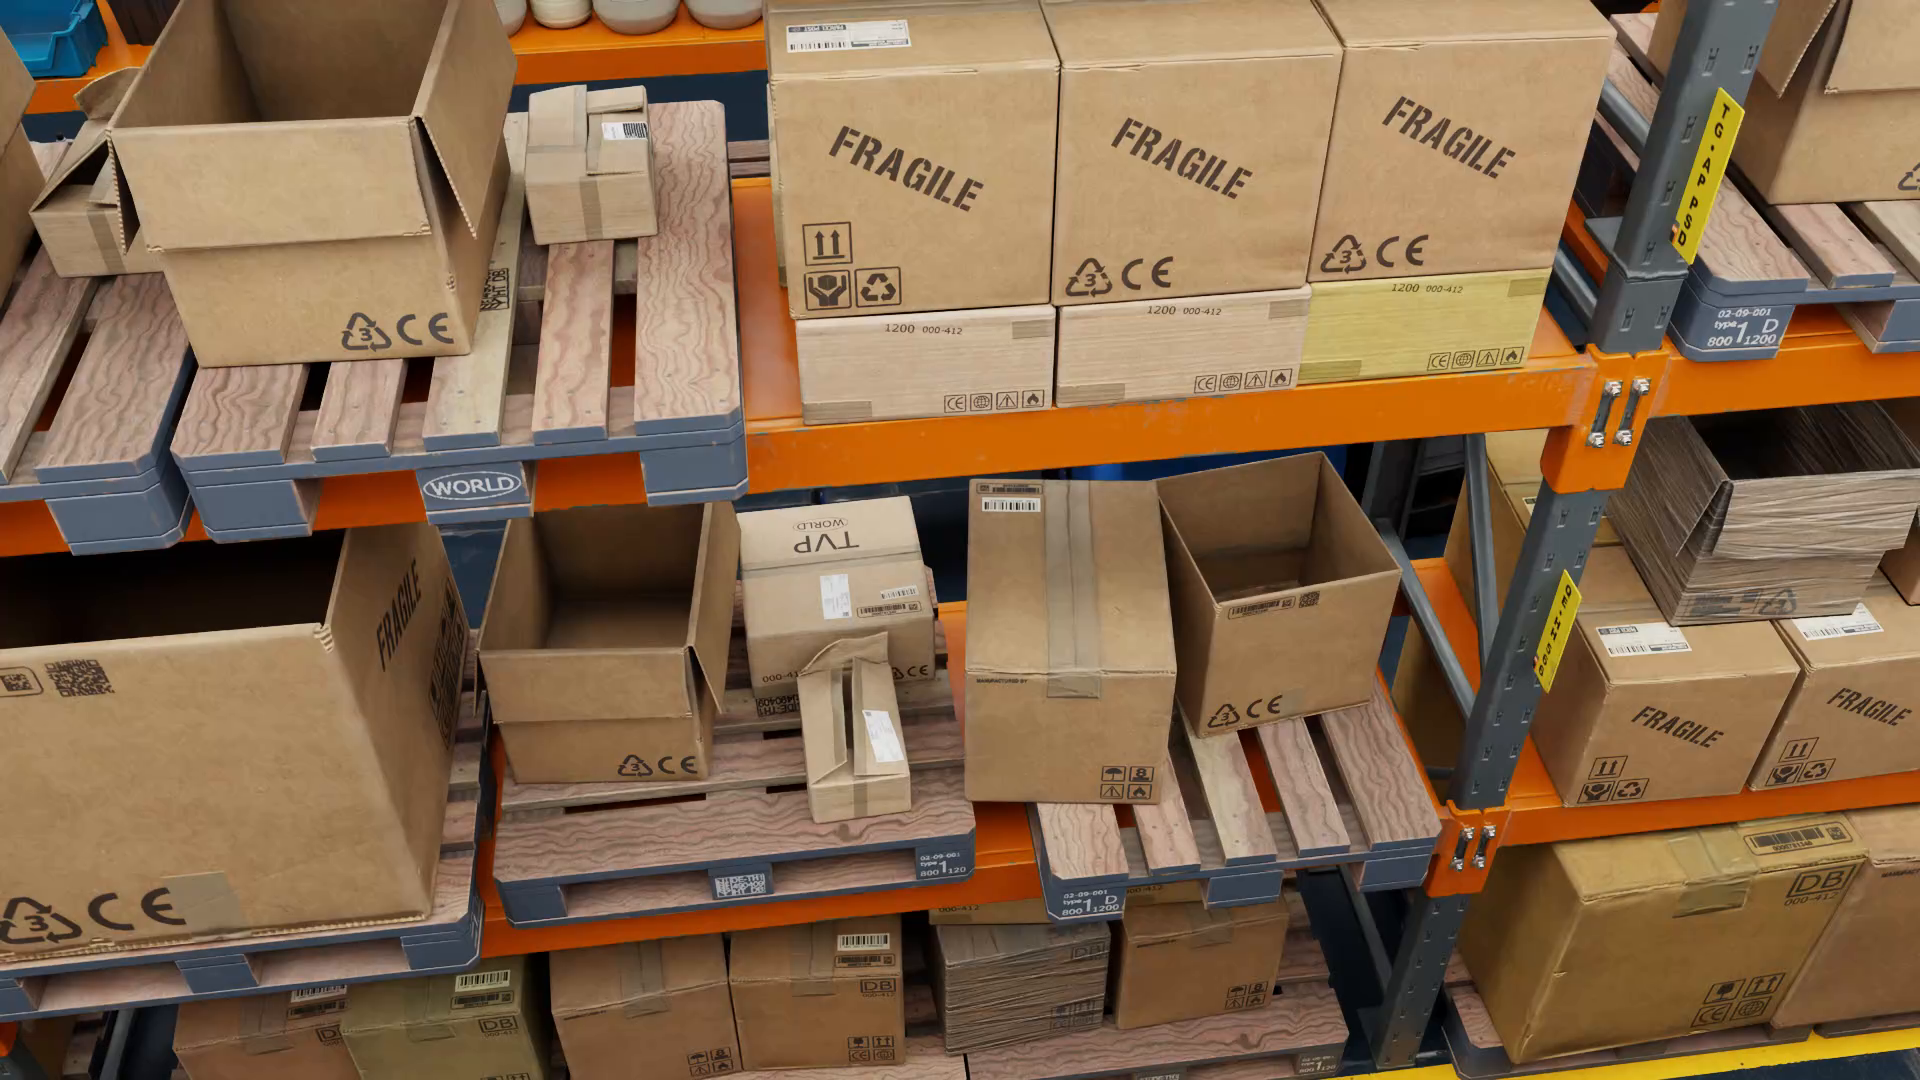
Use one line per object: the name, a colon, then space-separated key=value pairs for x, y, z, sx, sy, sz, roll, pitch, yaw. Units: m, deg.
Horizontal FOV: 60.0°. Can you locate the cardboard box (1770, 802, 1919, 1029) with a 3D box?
cardboard box: x=2.911 y=0.775 z=5.424 sx=0.875 sy=0.875 sz=1.225 roll=-5 pitch=42 yaw=-5

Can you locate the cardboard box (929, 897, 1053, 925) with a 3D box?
cardboard box: x=0.154 y=0.877 z=5.016 sx=0.500 sy=0.250 sz=0.500 roll=-1 pitch=42 yaw=-1

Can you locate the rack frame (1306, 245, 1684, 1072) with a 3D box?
rack frame: x=1.339 y=0.260 z=4.722 sx=0.127 sy=3.000 sz=1.000 roll=-5 pitch=42 yaw=-6

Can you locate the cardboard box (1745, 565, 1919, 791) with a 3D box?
cardboard box: x=2.368 y=0.315 z=4.586 sx=0.500 sy=0.500 sz=0.500 roll=-6 pitch=42 yaw=-7

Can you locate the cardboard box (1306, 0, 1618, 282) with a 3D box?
cardboard box: x=0.898 y=-0.869 z=3.286 sx=0.500 sy=0.500 sz=0.500 roll=-4 pitch=42 yaw=-4

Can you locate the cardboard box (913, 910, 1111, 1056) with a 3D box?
cardboard box: x=0.129 y=1.153 z=5.270 sx=0.500 sy=0.500 sz=0.700 roll=-8 pitch=43 yaw=-9

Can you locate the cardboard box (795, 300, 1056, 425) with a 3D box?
cardboard box: x=-0.089 y=-0.500 z=3.437 sx=0.500 sy=0.250 sz=0.500 roll=-4 pitch=42 yaw=-4

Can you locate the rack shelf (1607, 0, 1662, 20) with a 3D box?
rack shelf: x=2.680 y=-2.936 z=8.802 sx=4.000 sy=0.370 sz=1.077 roll=-5 pitch=42 yaw=-6

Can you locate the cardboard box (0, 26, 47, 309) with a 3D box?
cardboard box: x=-2.148 y=-0.676 z=3.129 sx=0.637 sy=0.503 sz=0.797 roll=-7 pitch=43 yaw=-8

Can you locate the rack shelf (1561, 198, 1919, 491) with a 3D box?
rack shelf: x=3.322 y=-0.760 z=4.151 sx=4.000 sy=0.370 sz=1.077 roll=-5 pitch=42 yaw=-6

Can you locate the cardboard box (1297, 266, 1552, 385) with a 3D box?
cardboard box: x=0.900 y=-0.594 z=3.541 sx=0.500 sy=0.250 sz=0.500 roll=-5 pitch=42 yaw=-5

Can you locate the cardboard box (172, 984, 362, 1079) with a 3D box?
cardboard box: x=-2.015 y=1.333 z=5.070 sx=0.500 sy=0.500 sz=0.700 roll=-8 pitch=43 yaw=-9

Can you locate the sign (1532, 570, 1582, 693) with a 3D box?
sign: x=1.419 y=0.219 z=3.962 sx=0.005 sy=0.325 sz=0.100 roll=-5 pitch=42 yaw=-6

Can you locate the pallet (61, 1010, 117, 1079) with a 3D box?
pallet: x=-3.288 y=1.725 z=5.180 sx=1.213 sy=0.211 sz=1.003 roll=-5 pitch=42 yaw=-6

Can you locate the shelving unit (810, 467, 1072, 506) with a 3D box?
shelving unit: x=-0.101 y=-0.545 z=6.734 sx=1.048 sy=1.500 sz=0.538 roll=-5 pitch=42 yaw=-6

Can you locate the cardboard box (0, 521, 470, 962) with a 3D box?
cardboard box: x=-1.821 y=0.253 z=3.969 sx=1.000 sy=1.000 sz=1.000 roll=-5 pitch=42 yaw=-5

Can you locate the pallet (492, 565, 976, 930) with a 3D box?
pallet: x=-0.618 y=0.530 z=4.566 sx=1.213 sy=0.211 sz=1.003 roll=-5 pitch=42 yaw=-6

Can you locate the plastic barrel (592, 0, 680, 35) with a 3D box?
plastic barrel: x=-1.565 y=-2.734 z=7.940 sx=0.433 sy=0.535 sz=0.433 roll=0 pitch=42 yaw=0

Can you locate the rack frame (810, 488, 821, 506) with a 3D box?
rack frame: x=-0.604 y=-0.498 z=6.682 sx=0.032 sy=1.500 sz=0.500 roll=-5 pitch=42 yaw=-6

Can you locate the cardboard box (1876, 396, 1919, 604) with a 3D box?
cardboard box: x=2.713 y=-0.257 z=4.472 sx=0.637 sy=0.503 sz=0.797 roll=-4 pitch=42 yaw=-5

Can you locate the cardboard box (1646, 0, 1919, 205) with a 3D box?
cardboard box: x=1.935 y=-1.149 z=3.654 sx=0.637 sy=0.503 sz=0.797 roll=-3 pitch=42 yaw=-3

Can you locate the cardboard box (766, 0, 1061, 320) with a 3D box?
cardboard box: x=-0.101 y=-0.784 z=3.193 sx=0.500 sy=0.500 sz=0.500 roll=-4 pitch=42 yaw=-5

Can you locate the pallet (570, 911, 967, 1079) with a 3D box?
pallet: x=-0.643 y=1.466 z=5.467 sx=1.213 sy=0.211 sz=1.003 roll=-5 pitch=42 yaw=-6

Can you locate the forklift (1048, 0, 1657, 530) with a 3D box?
forklift: x=1.889 y=-1.462 z=6.683 sx=3.031 sy=2.935 sz=1.130 roll=-11 pitch=43 yaw=-12

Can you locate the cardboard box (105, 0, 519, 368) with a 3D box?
cardboard box: x=-1.214 y=-0.758 z=3.221 sx=0.637 sy=0.503 sz=0.797 roll=-3 pitch=42 yaw=-4

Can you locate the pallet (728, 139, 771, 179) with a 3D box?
pallet: x=-1.283 y=-1.849 z=9.142 sx=1.213 sy=0.211 sz=1.003 roll=-5 pitch=42 yaw=-6

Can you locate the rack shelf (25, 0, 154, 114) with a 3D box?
rack shelf: x=-5.252 y=-2.241 z=8.032 sx=4.000 sy=0.370 sz=1.077 roll=-5 pitch=42 yaw=-6

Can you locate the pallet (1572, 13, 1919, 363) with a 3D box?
pallet: x=1.971 y=-0.875 z=3.882 sx=1.003 sy=0.211 sz=1.213 roll=-3 pitch=42 yaw=-4

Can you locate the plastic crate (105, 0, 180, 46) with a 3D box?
plastic crate: x=-3.805 y=-2.698 z=8.048 sx=0.504 sy=0.338 sz=0.767 roll=-5 pitch=42 yaw=-6

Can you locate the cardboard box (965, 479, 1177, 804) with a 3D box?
cardboard box: x=0.268 y=0.255 z=4.339 sx=0.500 sy=0.500 sz=0.700 roll=1 pitch=42 yaw=1

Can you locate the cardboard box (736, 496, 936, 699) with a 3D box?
cardboard box: x=-0.352 y=0.153 z=4.640 sx=0.500 sy=0.250 sz=0.500 roll=-6 pitch=42 yaw=-7

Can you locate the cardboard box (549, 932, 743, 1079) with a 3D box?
cardboard box: x=-0.985 y=1.255 z=5.156 sx=0.500 sy=0.500 sz=0.700 roll=-8 pitch=43 yaw=-9

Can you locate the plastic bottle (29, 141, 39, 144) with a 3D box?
plastic bottle: x=-4.916 y=-1.998 z=8.875 sx=0.185 sy=0.351 sz=0.144 roll=-3 pitch=42 yaw=-4

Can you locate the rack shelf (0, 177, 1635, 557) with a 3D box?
rack shelf: x=-0.644 y=-0.413 z=3.766 sx=4.000 sy=0.370 sz=1.077 roll=-5 pitch=42 yaw=-6

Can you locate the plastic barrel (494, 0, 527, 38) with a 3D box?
plastic barrel: x=-2.292 y=-2.670 z=7.869 sx=0.433 sy=0.535 sz=0.433 roll=0 pitch=42 yaw=0

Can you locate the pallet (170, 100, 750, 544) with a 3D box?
pallet: x=-0.973 y=-0.512 z=3.478 sx=1.003 sy=0.211 sz=1.213 roll=-5 pitch=42 yaw=-6

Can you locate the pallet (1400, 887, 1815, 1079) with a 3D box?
pallet: x=2.131 y=1.277 z=5.677 sx=1.213 sy=0.211 sz=1.003 roll=-5 pitch=42 yaw=-6
